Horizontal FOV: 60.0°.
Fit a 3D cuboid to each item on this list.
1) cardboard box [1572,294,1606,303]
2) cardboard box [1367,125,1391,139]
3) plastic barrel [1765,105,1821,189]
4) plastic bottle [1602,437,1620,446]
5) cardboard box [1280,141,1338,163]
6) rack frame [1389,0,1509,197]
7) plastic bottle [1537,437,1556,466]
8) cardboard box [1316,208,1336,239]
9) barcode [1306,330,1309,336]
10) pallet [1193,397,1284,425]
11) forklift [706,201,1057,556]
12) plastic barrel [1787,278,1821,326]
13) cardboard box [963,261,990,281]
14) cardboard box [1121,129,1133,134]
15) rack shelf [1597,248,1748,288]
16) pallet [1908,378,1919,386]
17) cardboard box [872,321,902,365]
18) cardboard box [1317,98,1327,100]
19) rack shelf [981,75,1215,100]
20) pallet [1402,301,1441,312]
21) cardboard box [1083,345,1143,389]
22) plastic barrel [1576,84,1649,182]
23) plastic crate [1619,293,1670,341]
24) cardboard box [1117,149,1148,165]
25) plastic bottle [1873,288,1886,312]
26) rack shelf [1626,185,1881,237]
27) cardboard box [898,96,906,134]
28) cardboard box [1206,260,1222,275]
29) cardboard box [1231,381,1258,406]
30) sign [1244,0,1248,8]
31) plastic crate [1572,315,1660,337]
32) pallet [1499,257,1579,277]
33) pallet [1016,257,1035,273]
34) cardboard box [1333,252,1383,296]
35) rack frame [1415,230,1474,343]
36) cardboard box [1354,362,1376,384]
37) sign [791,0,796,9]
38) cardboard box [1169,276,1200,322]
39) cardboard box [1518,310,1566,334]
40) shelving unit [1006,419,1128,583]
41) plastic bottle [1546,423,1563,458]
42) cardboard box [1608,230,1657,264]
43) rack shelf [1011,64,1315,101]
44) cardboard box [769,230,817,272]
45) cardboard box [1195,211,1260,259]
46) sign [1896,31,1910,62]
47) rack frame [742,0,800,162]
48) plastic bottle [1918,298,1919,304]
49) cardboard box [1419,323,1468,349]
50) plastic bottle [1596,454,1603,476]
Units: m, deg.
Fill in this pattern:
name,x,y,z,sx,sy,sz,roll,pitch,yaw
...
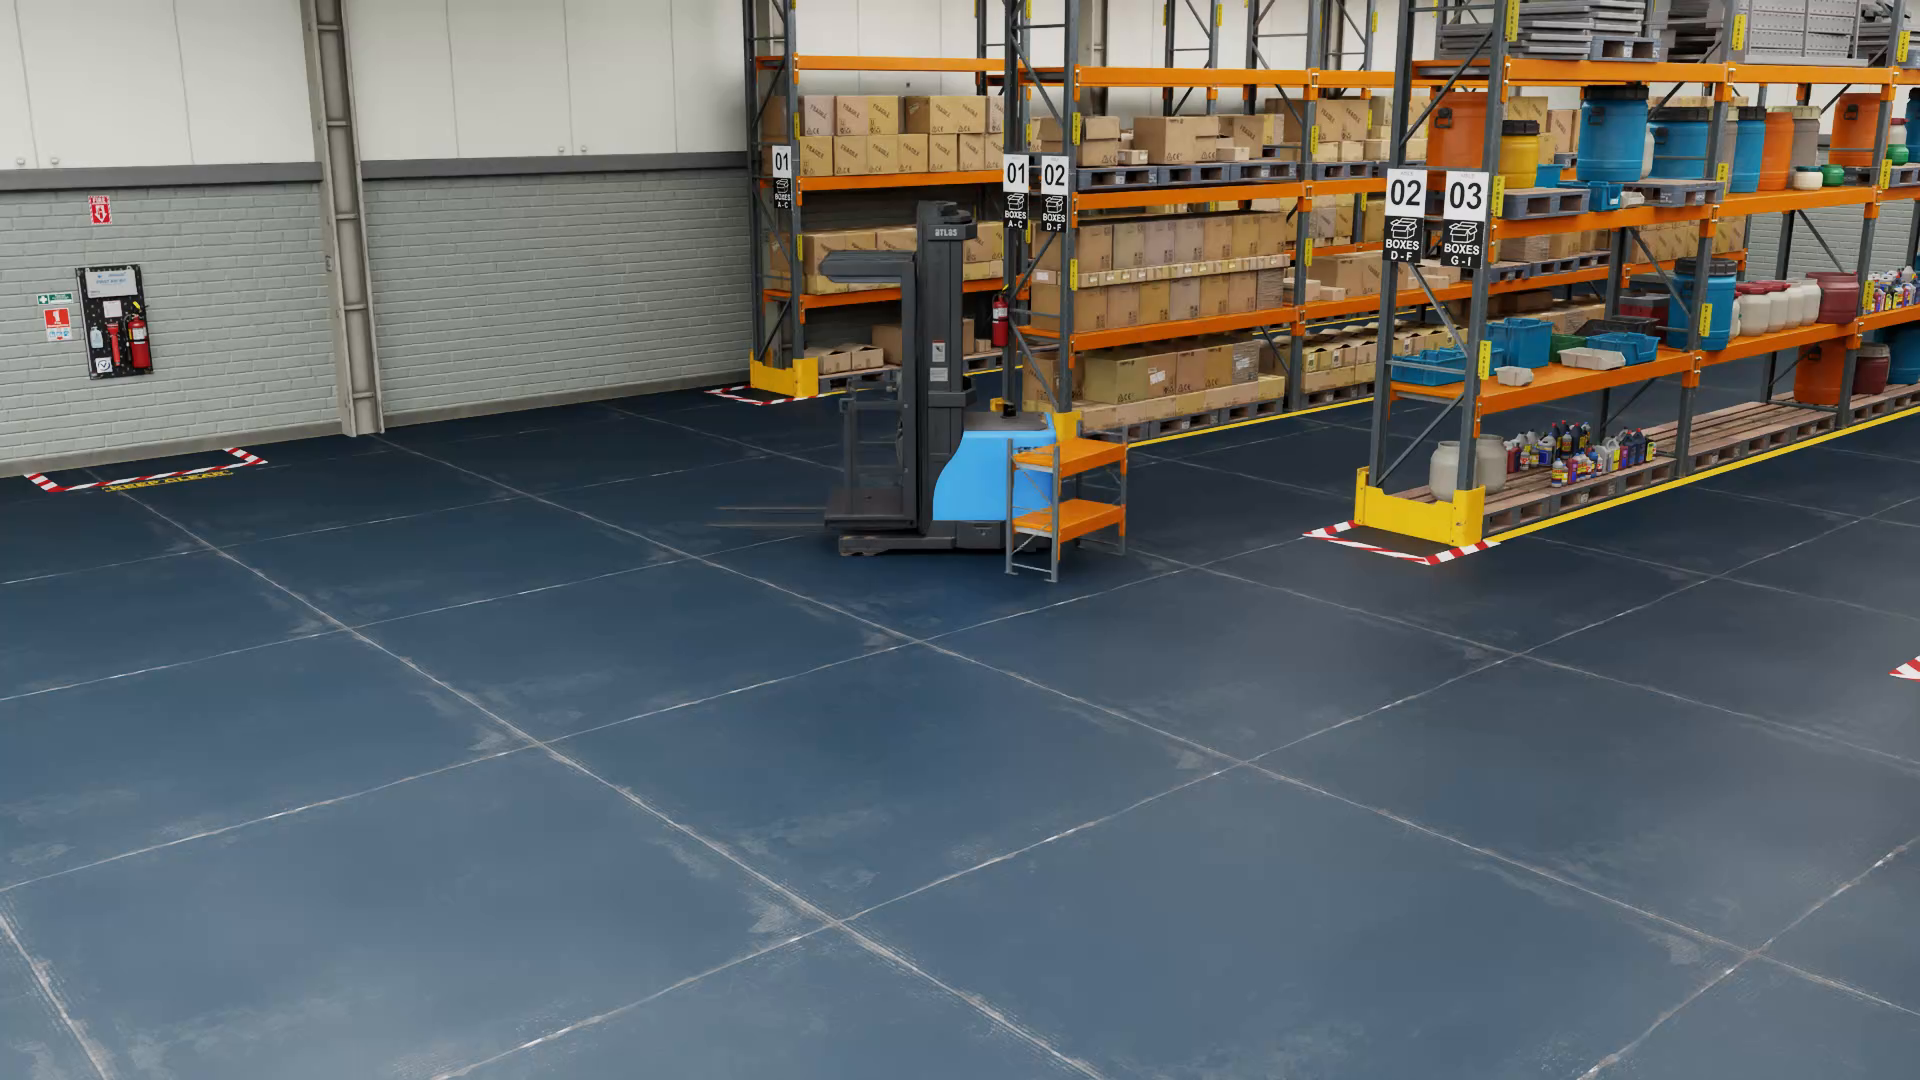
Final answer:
name,x,y,z,sx,sy,sz,roll,pitch,yaw
cardboard box,10.143,-3.657,26.618,0.500,0.500,0.500,-13,19,-39
cardboard box,7.339,-7.157,29.204,0.500,0.250,0.500,-13,20,-40
plastic barrel,9.369,-4.452,18.821,0.600,0.901,0.600,0,15,0
plastic bottle,6.556,-0.903,16.745,0.135,0.276,0.152,-13,19,-39
cardboard box,4.336,-4.827,20.673,0.500,0.250,0.500,-10,18,-34
rack frame,4.096,-4.401,13.787,0.127,3.000,1.000,-13,19,-39
plastic bottle,5.885,-0.892,16.702,0.135,0.276,0.152,-13,19,-39
cardboard box,6.084,-5.450,28.531,0.500,0.500,0.500,-12,19,-39
barcode,4.330,-2.576,20.711,0.075,0.075,0.001,-13,19,-39
pallet,3.237,-1.671,20.597,1.213,0.211,1.003,-13,19,-39
forklift,-0.685,-1.415,14.368,3.031,2.935,1.130,0,15,0
plastic barrel,9.495,-2.696,18.812,0.421,0.512,0.421,0,15,0
cardboard box,0.070,-3.824,23.504,0.500,0.250,0.500,-13,19,-39
cardboard box,2.589,-6.093,25.698,0.637,0.503,0.797,-9,18,-32
rack shelf,11.408,-4.491,27.146,4.000,0.370,1.077,-13,19,-39
pallet,12.539,-2.065,22.073,1.213,0.211,1.003,-13,19,-39
cardboard box,-0.810,-2.747,23.211,0.500,0.500,0.700,-14,21,-43
cardboard box,5.895,-7.413,28.376,0.500,0.250,0.500,-11,18,-35
rack shelf,2.119,-6.805,24.957,4.000,0.370,1.077,-13,19,-39
pallet,8.191,-4.438,30.955,1.213,0.211,1.003,-13,19,-39
cardboard box,1.801,-2.025,19.580,0.500,0.500,0.500,-13,19,-39
plastic barrel,6.292,-3.926,16.039,0.708,0.901,0.600,-13,19,-39
plastic crate,7.278,-2.352,17.620,0.583,0.464,0.402,-13,19,-39
cardboard box,1.850,-4.230,18.365,0.250,0.149,0.380,-13,19,-39
plastic bottle,11.018,-2.886,19.983,0.135,0.276,0.152,-13,19,-39
rack shelf,8.622,-3.620,18.072,4.000,0.370,1.077,-13,19,-39
cardboard box,-1.079,-5.803,22.678,0.500,0.500,0.500,-13,20,-39
cardboard box,2.841,-3.204,19.481,0.250,0.149,0.380,-12,19,-38
cardboard box,3.275,-1.815,20.248,0.500,0.250,0.500,-13,19,-39
sign,3.499,-6.636,20.194,0.005,0.325,0.100,-13,19,-39
plastic crate,6.635,-2.086,16.867,0.504,0.338,0.767,-13,19,-39
pallet,8.346,-4.060,24.509,1.213,0.211,1.003,-13,19,-39
pallet,1.282,-4.117,24.722,1.213,0.211,1.003,-13,19,-39
cardboard box,5.230,-3.494,21.825,0.500,0.500,0.500,-13,19,-39
rack frame,6.882,-3.822,23.248,0.127,3.000,1.000,-13,19,-39
cardboard box,5.107,-2.214,21.740,0.500,0.250,0.500,-13,20,-41
sign,-2.051,-6.713,20.481,0.005,0.325,0.100,-13,19,-39
cardboard box,2.374,-2.855,19.432,0.500,0.500,0.700,-12,19,-38
cardboard box,8.576,-3.112,24.579,0.500,0.500,0.500,-14,20,-41
shelving unit,0.897,-0.345,13.861,0.538,1.125,1.048,11,19,36
plastic bottle,6.090,-1.025,17.054,0.185,0.351,0.144,-14,20,-42
cardboard box,10.463,-4.582,25.896,0.500,0.500,0.500,-12,19,-38
rack shelf,2.356,-5.164,18.813,4.000,0.370,1.077,-13,19,-39
cardboard box,-2.192,-3.852,22.156,0.500,0.500,0.500,-13,20,-40
cardboard box,3.154,-3.658,19.923,0.500,0.500,0.700,-13,20,-39
sign,10.497,-5.494,18.506,0.005,0.325,0.100,-13,19,-39
rack frame,-2.408,-6.329,21.008,0.127,3.000,1.000,-13,19,-39
plastic bottle,11.986,-3.092,20.737,0.133,0.283,0.061,-13,19,-39
cardboard box,6.649,-2.831,22.964,0.500,0.311,0.500,-12,19,-38
plastic bottle,6.232,-0.736,16.262,0.097,0.201,0.097,0,15,0
